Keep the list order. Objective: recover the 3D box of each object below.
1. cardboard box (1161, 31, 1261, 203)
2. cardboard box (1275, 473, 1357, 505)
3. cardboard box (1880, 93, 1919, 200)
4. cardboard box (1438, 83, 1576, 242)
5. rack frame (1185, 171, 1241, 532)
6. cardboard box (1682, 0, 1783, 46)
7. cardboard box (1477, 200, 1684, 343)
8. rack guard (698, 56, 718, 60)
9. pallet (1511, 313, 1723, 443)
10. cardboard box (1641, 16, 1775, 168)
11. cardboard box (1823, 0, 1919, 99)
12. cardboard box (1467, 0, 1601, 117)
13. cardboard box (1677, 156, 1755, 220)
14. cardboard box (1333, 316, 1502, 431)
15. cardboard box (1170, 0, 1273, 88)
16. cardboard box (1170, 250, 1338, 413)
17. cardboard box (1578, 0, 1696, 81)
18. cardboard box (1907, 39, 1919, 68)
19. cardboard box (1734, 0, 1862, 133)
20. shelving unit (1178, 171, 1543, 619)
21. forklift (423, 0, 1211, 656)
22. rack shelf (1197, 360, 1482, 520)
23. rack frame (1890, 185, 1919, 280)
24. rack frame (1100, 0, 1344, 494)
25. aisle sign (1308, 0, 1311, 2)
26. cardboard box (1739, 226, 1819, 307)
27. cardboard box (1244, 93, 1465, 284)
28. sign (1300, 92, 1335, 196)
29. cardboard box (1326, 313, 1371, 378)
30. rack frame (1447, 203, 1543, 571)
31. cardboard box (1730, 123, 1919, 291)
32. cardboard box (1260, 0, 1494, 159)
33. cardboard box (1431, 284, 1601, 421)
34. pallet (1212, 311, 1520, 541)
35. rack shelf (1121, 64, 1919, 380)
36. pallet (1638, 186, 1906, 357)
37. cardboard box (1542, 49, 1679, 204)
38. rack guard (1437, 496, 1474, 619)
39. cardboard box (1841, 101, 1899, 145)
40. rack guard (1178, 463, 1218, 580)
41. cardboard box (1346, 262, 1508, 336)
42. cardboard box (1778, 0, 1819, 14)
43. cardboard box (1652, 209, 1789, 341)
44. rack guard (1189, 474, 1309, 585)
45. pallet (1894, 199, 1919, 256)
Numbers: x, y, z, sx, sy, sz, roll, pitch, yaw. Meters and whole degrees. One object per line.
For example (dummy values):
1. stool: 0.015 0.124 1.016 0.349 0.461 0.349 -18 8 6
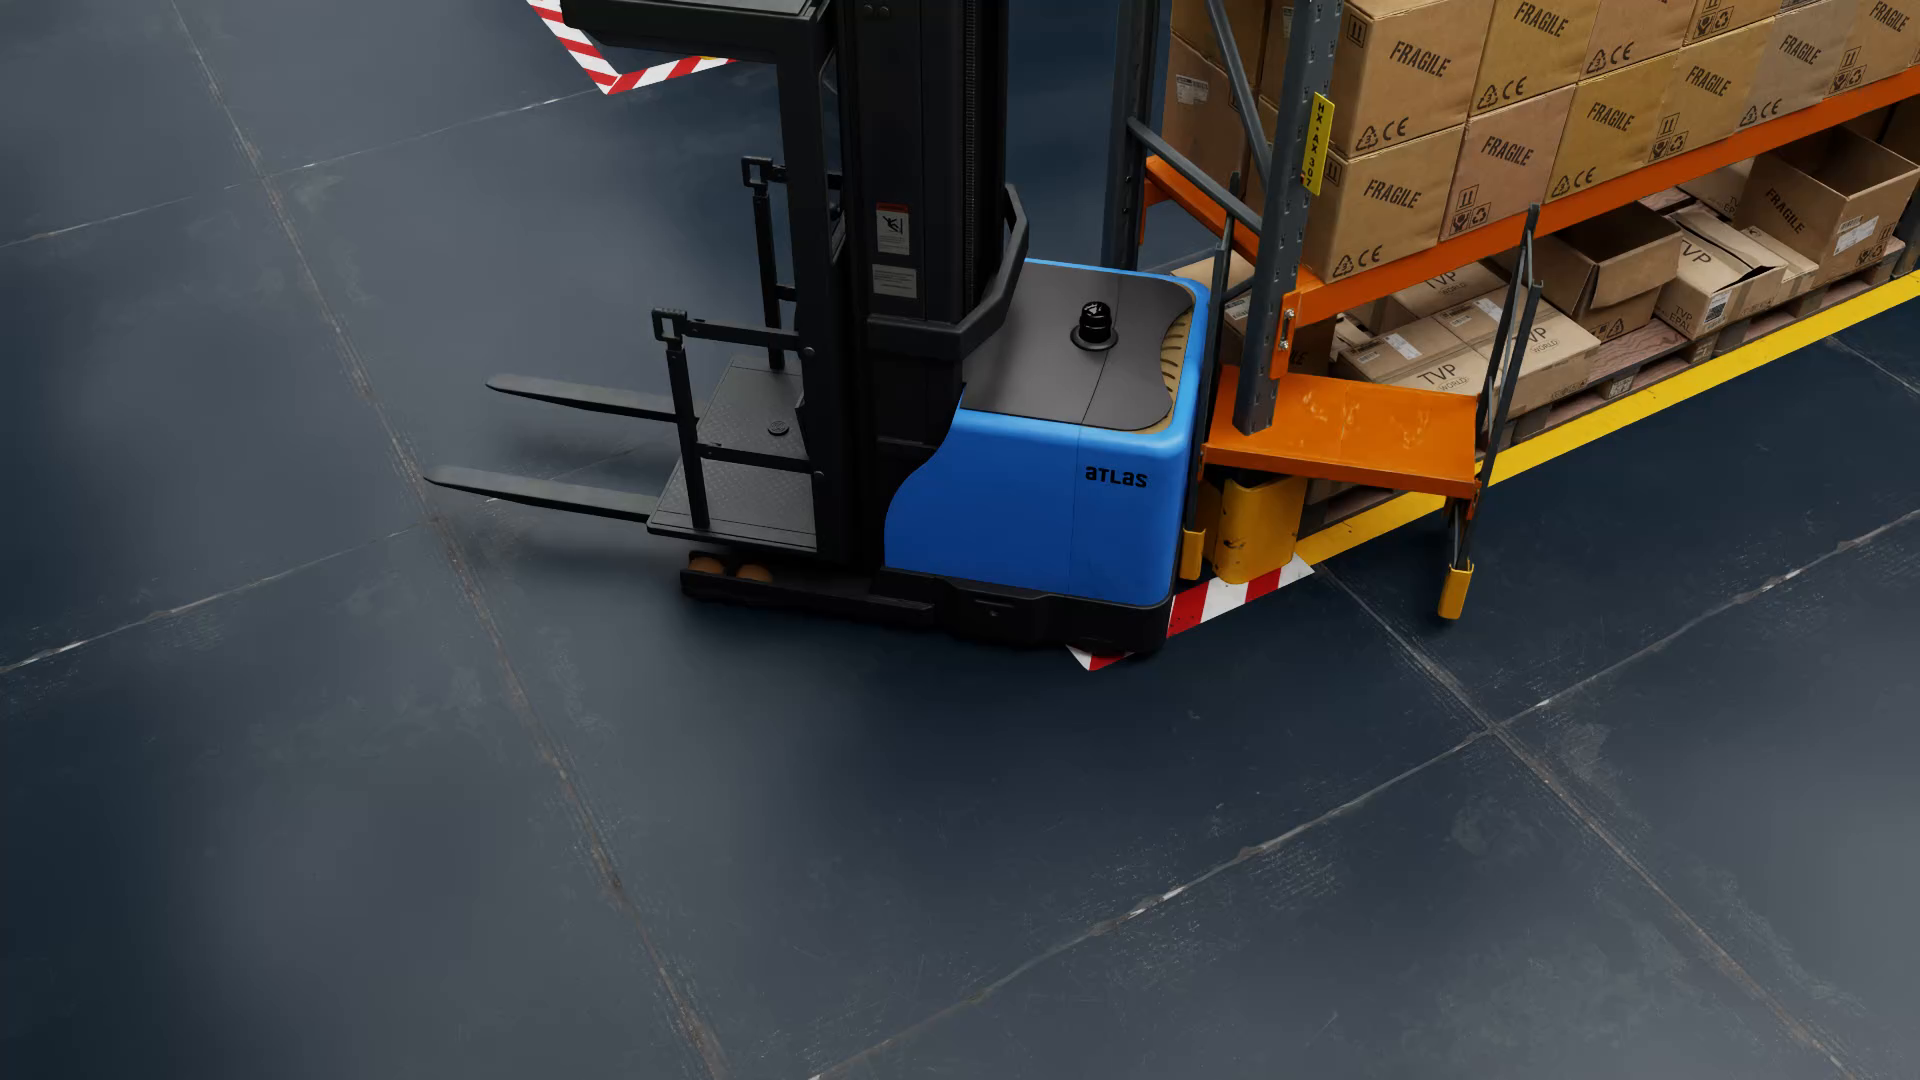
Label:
1. cardboard box: 1.110 -1.625 6.199 0.500 0.500 0.500 -20 48 -20
2. cardboard box: 1.391 -0.342 6.679 0.250 0.149 0.380 -22 48 -21
3. cardboard box: 4.866 -1.938 8.073 0.500 0.500 0.500 -24 49 -23
4. cardboard box: 1.818 -1.482 6.051 0.500 0.500 0.500 -22 48 -21
5. rack frame: 0.927 -0.588 6.194 0.032 1.500 0.500 9 45 10
6. cardboard box: 2.699 -2.192 6.065 0.500 0.500 0.500 -22 48 -21
7. cardboard box: 2.699 -1.264 7.375 0.637 0.503 0.797 -22 48 -21
8. rack guard: -1.622 -3.348 9.841 0.348 0.500 1.175 -22 48 -21
9. pallet: 2.670 -0.992 7.621 1.213 0.211 1.003 -22 48 -21
10. cardboard box: 2.689 -1.827 6.407 0.500 0.500 0.500 -21 48 -20
11. cardboard box: 3.573 -2.185 6.776 0.500 0.500 0.500 -21 48 -20
12. cardboard box: 1.823 -1.844 5.707 0.500 0.500 0.500 -21 48 -21
13. cardboard box: 3.854 -1.835 8.102 0.500 0.311 0.500 -22 48 -21
14. cardboard box: 1.903 -0.631 6.905 0.500 0.250 0.500 -22 48 -21
15. cardboard box: 1.106 -1.984 5.851 0.500 0.500 0.500 -22 48 -21
16. cardboard box: 1.206 -0.867 6.969 0.500 0.500 0.500 -22 48 -21
17. cardboard box: 2.259 -2.015 5.883 0.500 0.500 0.500 -21 48 -20
18. cardboard box: 4.020 -2.364 6.961 0.500 0.500 0.500 -21 48 -20
19. cardboard box: 3.129 -2.005 6.590 0.500 0.500 0.500 -21 48 -20
20. shelving unit: 1.431 -0.513 6.105 1.083 1.500 0.587 9 45 10
21. forklift: -0.613 -1.145 5.825 3.031 2.935 1.130 9 45 9
22. rack shelf: 1.425 -0.384 6.231 1.000 0.185 0.538 9 45 10
23. rack frame: 4.325 -2.657 7.334 0.127 3.000 1.000 -22 48 -21
24. rack frame: 0.857 -1.269 5.904 0.127 3.000 1.000 -22 48 -21
25. aisle sign: 0.944 -2.001 4.791 0.004 0.787 0.394 -22 48 -21
26. cardboard box: 3.677 -1.256 7.622 0.250 0.149 0.380 -22 48 -21
27. cardboard box: 1.373 -1.300 5.864 0.500 0.500 0.500 -21 48 -20
28. sign: 1.127 -1.252 5.265 0.005 0.325 0.100 -22 48 -21
29. cardboard box: 1.602 -0.834 7.174 0.250 0.166 0.380 -22 48 -21
30. rack frame: 1.918 -0.440 6.019 0.032 1.500 0.500 9 45 10
31. cardboard box: 3.973 -1.549 7.671 0.500 0.500 0.500 -22 48 -21
32. cardboard box: 1.373 -1.659 5.515 0.500 0.500 0.500 -20 48 -20
33. cardboard box: 2.337 -0.805 7.084 0.500 0.250 0.500 -22 48 -21
34. pallet: 1.614 -0.572 7.188 1.213 0.211 1.003 -22 48 -21
35. rack shelf: 2.591 -1.705 6.869 4.000 0.370 1.077 -22 48 -21
36. pallet: 3.729 -1.418 8.060 1.213 0.211 1.003 -22 48 -21
37. cardboard box: 2.254 -1.654 6.229 0.500 0.500 0.500 -22 48 -21
38. rack guard: 1.926 0.010 6.452 0.087 0.250 0.587 9 45 10
39. cardboard box: 4.610 -2.262 8.406 0.500 0.500 0.500 -22 48 -21
40. rack guard: 0.956 -0.135 6.624 0.087 0.250 0.587 9 45 10
41. cardboard box: 2.044 -1.089 7.377 0.500 0.250 0.500 -22 48 -21
42. cardboard box: 3.136 -2.366 6.244 0.500 0.500 0.500 -21 48 -21
43. cardboard box: 3.322 -1.221 7.469 0.500 0.311 0.500 -22 48 -21
44. rack guard: 0.923 -0.398 6.802 0.348 0.500 1.175 -22 48 -21
45. pallet: 5.012 -1.961 8.619 1.213 0.211 1.003 -22 48 -21
